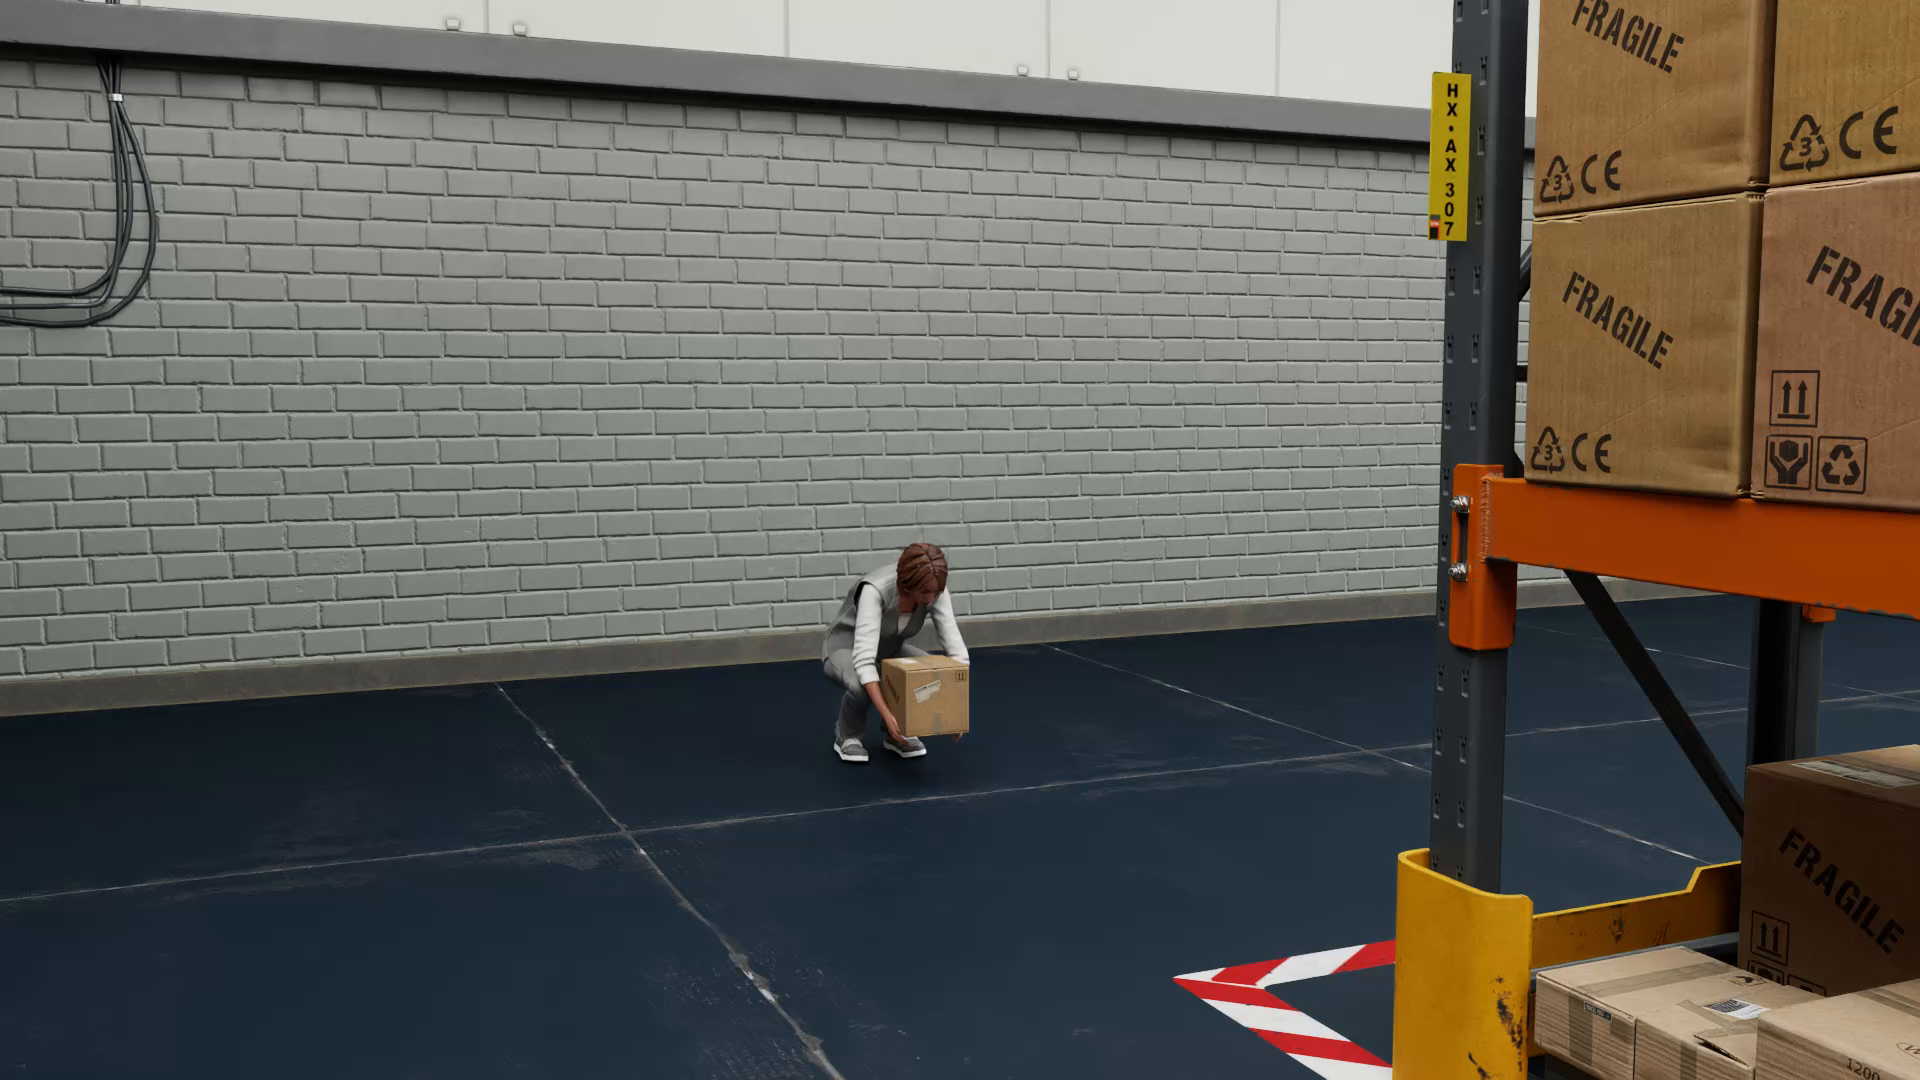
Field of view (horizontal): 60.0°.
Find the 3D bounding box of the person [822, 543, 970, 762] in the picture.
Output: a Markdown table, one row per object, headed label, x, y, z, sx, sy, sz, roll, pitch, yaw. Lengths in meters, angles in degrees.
| label | x | y | z | sx | sy | sz | roll | pitch | yaw |
| --- | --- | --- | --- | --- | --- | --- | --- | --- | --- |
| person | -0.259 | 0.432 | 6.468 | 0.461 | 0.888 | 0.811 | -2 | 6 | -24 |
